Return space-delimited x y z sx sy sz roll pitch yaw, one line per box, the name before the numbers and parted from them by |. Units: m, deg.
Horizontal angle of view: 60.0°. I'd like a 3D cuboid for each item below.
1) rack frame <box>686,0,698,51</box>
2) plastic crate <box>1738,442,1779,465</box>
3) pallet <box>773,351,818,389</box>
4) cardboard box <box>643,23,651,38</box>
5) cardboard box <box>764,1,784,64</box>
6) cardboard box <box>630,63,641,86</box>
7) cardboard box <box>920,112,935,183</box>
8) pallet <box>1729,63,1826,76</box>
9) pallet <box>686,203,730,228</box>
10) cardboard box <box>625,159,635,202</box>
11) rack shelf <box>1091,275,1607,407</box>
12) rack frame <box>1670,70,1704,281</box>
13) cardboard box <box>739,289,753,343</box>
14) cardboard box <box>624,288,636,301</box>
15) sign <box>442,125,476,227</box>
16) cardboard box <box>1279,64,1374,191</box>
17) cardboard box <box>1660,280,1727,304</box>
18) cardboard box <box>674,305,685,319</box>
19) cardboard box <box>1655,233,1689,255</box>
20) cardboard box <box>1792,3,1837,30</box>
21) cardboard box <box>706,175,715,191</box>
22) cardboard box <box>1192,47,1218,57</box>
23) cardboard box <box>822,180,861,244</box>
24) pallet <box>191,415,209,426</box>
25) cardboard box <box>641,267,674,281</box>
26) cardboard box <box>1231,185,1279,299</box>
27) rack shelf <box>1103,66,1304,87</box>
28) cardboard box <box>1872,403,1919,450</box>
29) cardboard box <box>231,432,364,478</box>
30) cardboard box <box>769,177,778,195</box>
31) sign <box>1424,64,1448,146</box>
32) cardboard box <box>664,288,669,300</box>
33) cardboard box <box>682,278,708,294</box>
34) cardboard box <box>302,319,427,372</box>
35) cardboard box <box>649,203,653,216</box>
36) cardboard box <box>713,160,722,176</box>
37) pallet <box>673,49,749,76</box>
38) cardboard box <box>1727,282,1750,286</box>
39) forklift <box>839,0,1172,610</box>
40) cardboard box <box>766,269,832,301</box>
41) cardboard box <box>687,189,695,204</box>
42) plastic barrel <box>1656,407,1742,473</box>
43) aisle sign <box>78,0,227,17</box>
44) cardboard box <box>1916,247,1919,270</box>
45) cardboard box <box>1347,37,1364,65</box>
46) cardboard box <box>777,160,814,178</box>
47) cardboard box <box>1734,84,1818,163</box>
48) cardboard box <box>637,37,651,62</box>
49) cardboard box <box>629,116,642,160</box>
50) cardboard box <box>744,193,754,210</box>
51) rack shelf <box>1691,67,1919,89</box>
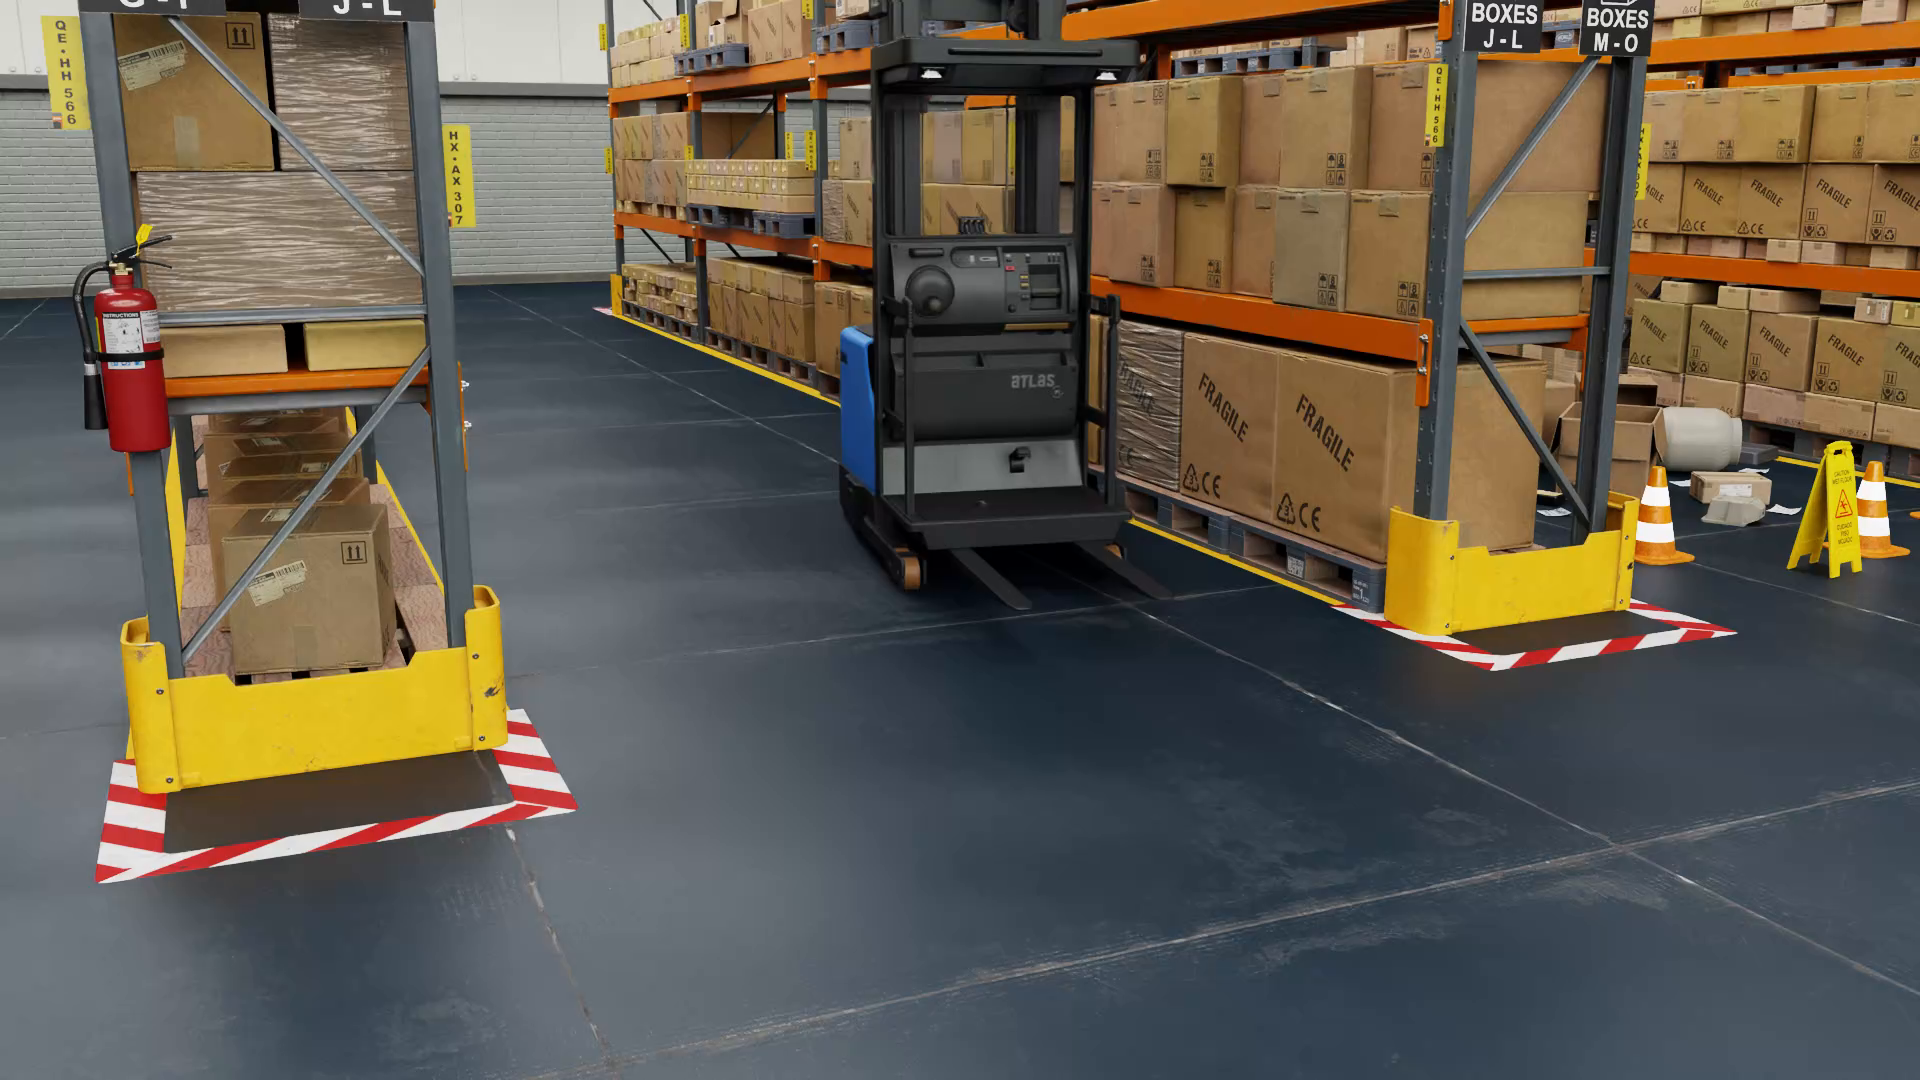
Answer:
rack frame | -2.357 -6.542 17.180 1.000 3.000 0.127 -6 14 -23
plastic crate | 5.220 -0.614 11.345 0.402 0.080 0.583 -12 18 -42
pallet | -1.066 -1.596 15.299 1.003 0.211 1.213 -6 14 -23
cardboard box | -3.395 -5.801 18.969 0.380 0.149 0.250 -6 14 -24
cardboard box | -1.429 -4.500 14.788 0.500 0.500 0.500 -6 14 -23
cardboard box | -3.589 -5.504 19.679 0.500 0.250 0.500 -6 14 -25
cardboard box | 0.032 -2.920 12.393 0.700 0.500 0.500 -6 14 -24
pallet | 8.641 -4.948 17.361 1.213 0.211 1.003 -5 14 -20
pallet | -2.184 -3.355 17.139 1.003 0.211 1.213 -6 14 -23
cardboard box | -3.795 -4.414 20.406 0.500 0.500 0.500 -6 14 -23
rack shelf | 1.649 -1.203 9.011 1.077 0.370 4.000 -6 14 -23
rack frame | 8.287 -3.710 18.249 1.000 3.000 0.127 -6 14 -23
cardboard box | -1.868 -2.214 16.394 0.500 0.500 0.500 -5 14 -22
cardboard box | -4.043 -3.125 21.109 0.380 0.149 0.250 -5 14 -22
sign | -1.638 -1.184 5.414 0.100 0.325 0.005 -6 14 -23
cardboard box | 2.032 -1.925 7.807 0.875 0.550 0.550 -6 14 -23
cardboard box | 5.327 -1.804 12.075 0.380 0.149 0.250 -5 14 -22
cardboard box | -3.019 -2.596 18.823 0.380 0.149 0.250 -6 14 -25
cardboard box | 5.324 -2.171 12.154 0.380 0.149 0.250 -5 14 -21
cardboard box | 5.679 -3.413 10.868 0.380 0.149 0.250 -6 14 -24
cardboard box | -2.307 -3.563 16.580 0.380 0.149 0.250 -6 14 -25
cardboard box | 2.769 -5.314 17.371 0.500 0.500 0.500 -5 14 -22
cardboard box | -0.822 -2.725 13.769 0.500 0.500 0.500 -5 14 -22
pallet | -5.028 -0.846 12.057 1.003 0.211 1.213 -6 14 -23
cardboard box | -3.681 -3.259 20.371 0.380 0.149 0.250 -6 14 -26
cardboard box | 1.910 -1.525 8.473 0.875 0.550 0.550 -6 14 -23
rack shelf | 2.939 -4.785 17.836 1.077 0.370 4.000 -6 14 -23
cardboard box | 6.174 -0.724 10.511 0.500 0.250 0.500 -6 14 -23
cardboard box | -3.057 -0.201 7.700 0.500 0.500 0.500 -7 15 -28
cardboard box | -1.478 -3.136 14.734 0.380 0.149 0.250 -5 14 -21
sign | 1.947 -1.774 6.788 0.100 0.325 0.005 -6 14 -23
cardboard box | -3.237 -2.894 19.452 0.380 0.149 0.250 -6 14 -26
cardboard box | -2.877 -2.824 18.492 0.380 0.149 0.250 -5 14 -22
cardboard box | -2.031 -0.671 5.675 0.380 0.149 0.250 -6 14 -23
cardboard box | -3.458 -3.909 19.666 0.380 0.149 0.250 -5 14 -21
cardboard box | -2.202 -3.654 16.311 0.380 0.149 0.250 -6 14 -23
pallet | -2.207 -4.852 16.947 1.213 0.211 1.003 -6 14 -23
cardboard box | 8.524 -2.628 17.907 0.875 0.625 0.625 -5 14 -21
forklift | 0.176 -1.283 7.912 1.130 2.935 3.031 -3 13 -14
cardboard box | -1.481 -2.366 15.391 0.500 0.250 0.500 -5 14 -22
cardboard box | -2.621 -3.579 17.307 0.380 0.149 0.250 -6 14 -26
plastic barrel | 4.730 -0.643 10.710 0.512 0.421 0.421 4 14 16
aisle sign | -2.385 -1.940 4.834 0.394 0.787 0.004 -6 14 -23
cardboard box | 6.208 -1.757 10.367 0.380 0.149 0.250 -5 14 -22
cardboard box | 3.813 -4.524 15.410 0.396 0.266 0.258 -6 14 -23
cardboard box | -1.371 -3.225 14.459 0.380 0.149 0.250 -6 14 -25
cardboard box | 5.681 -2.791 11.179 0.700 0.500 0.500 -6 14 -24
cardboard box | -3.416 -5.646 19.184 0.500 0.250 0.500 -6 14 -25
cardboard box | -3.627 -4.797 19.844 0.500 0.500 0.500 -6 14 -24
cardboard box | -1.780 -3.148 15.443 0.380 0.149 0.250 -6 14 -25
rack shelf | 9.088 -4.408 16.206 1.077 0.370 4.000 -6 14 -23
